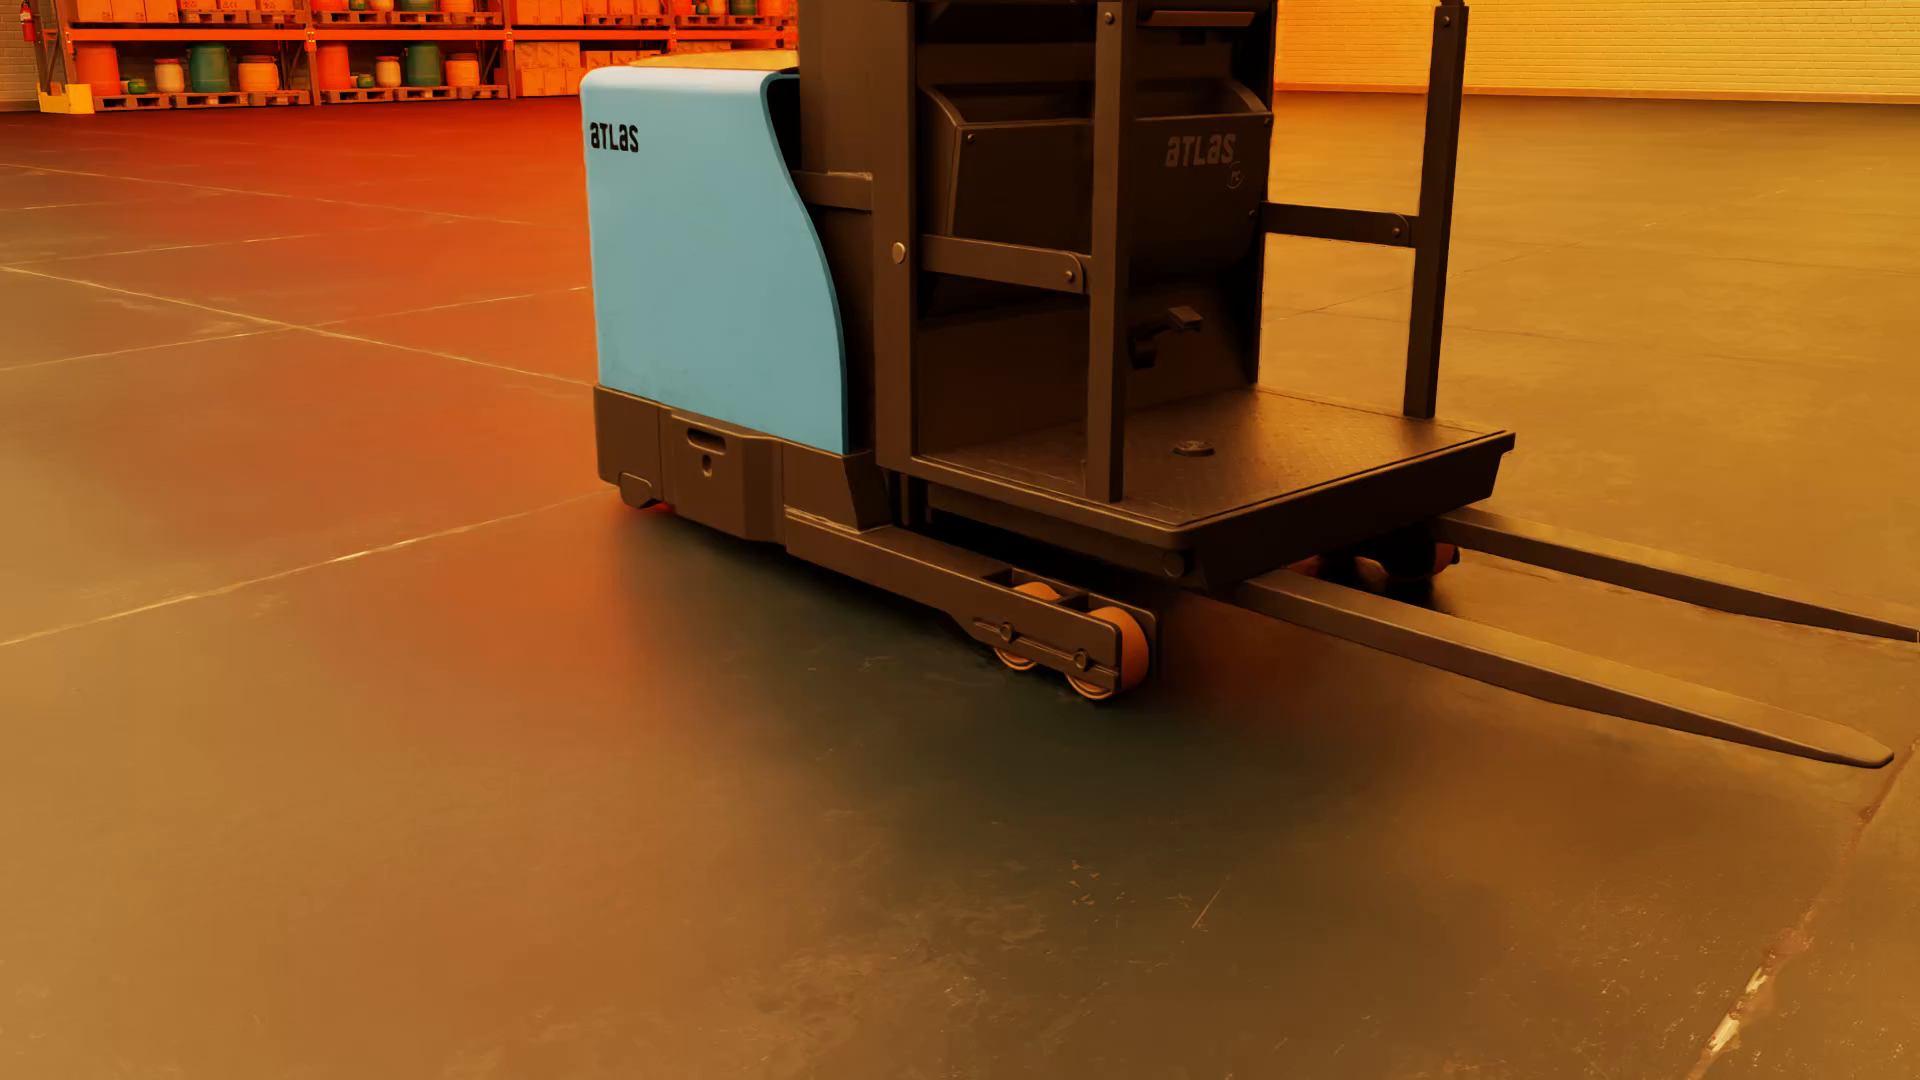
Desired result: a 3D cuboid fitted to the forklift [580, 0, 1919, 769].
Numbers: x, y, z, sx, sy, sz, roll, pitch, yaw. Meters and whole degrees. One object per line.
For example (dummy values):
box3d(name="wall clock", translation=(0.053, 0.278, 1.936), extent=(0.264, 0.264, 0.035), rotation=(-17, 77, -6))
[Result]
box3d(name="forklift", translation=(0.440, -1.282, 3.118), extent=(1.130, 2.935, 3.031), rotation=(-15, 22, -40))
